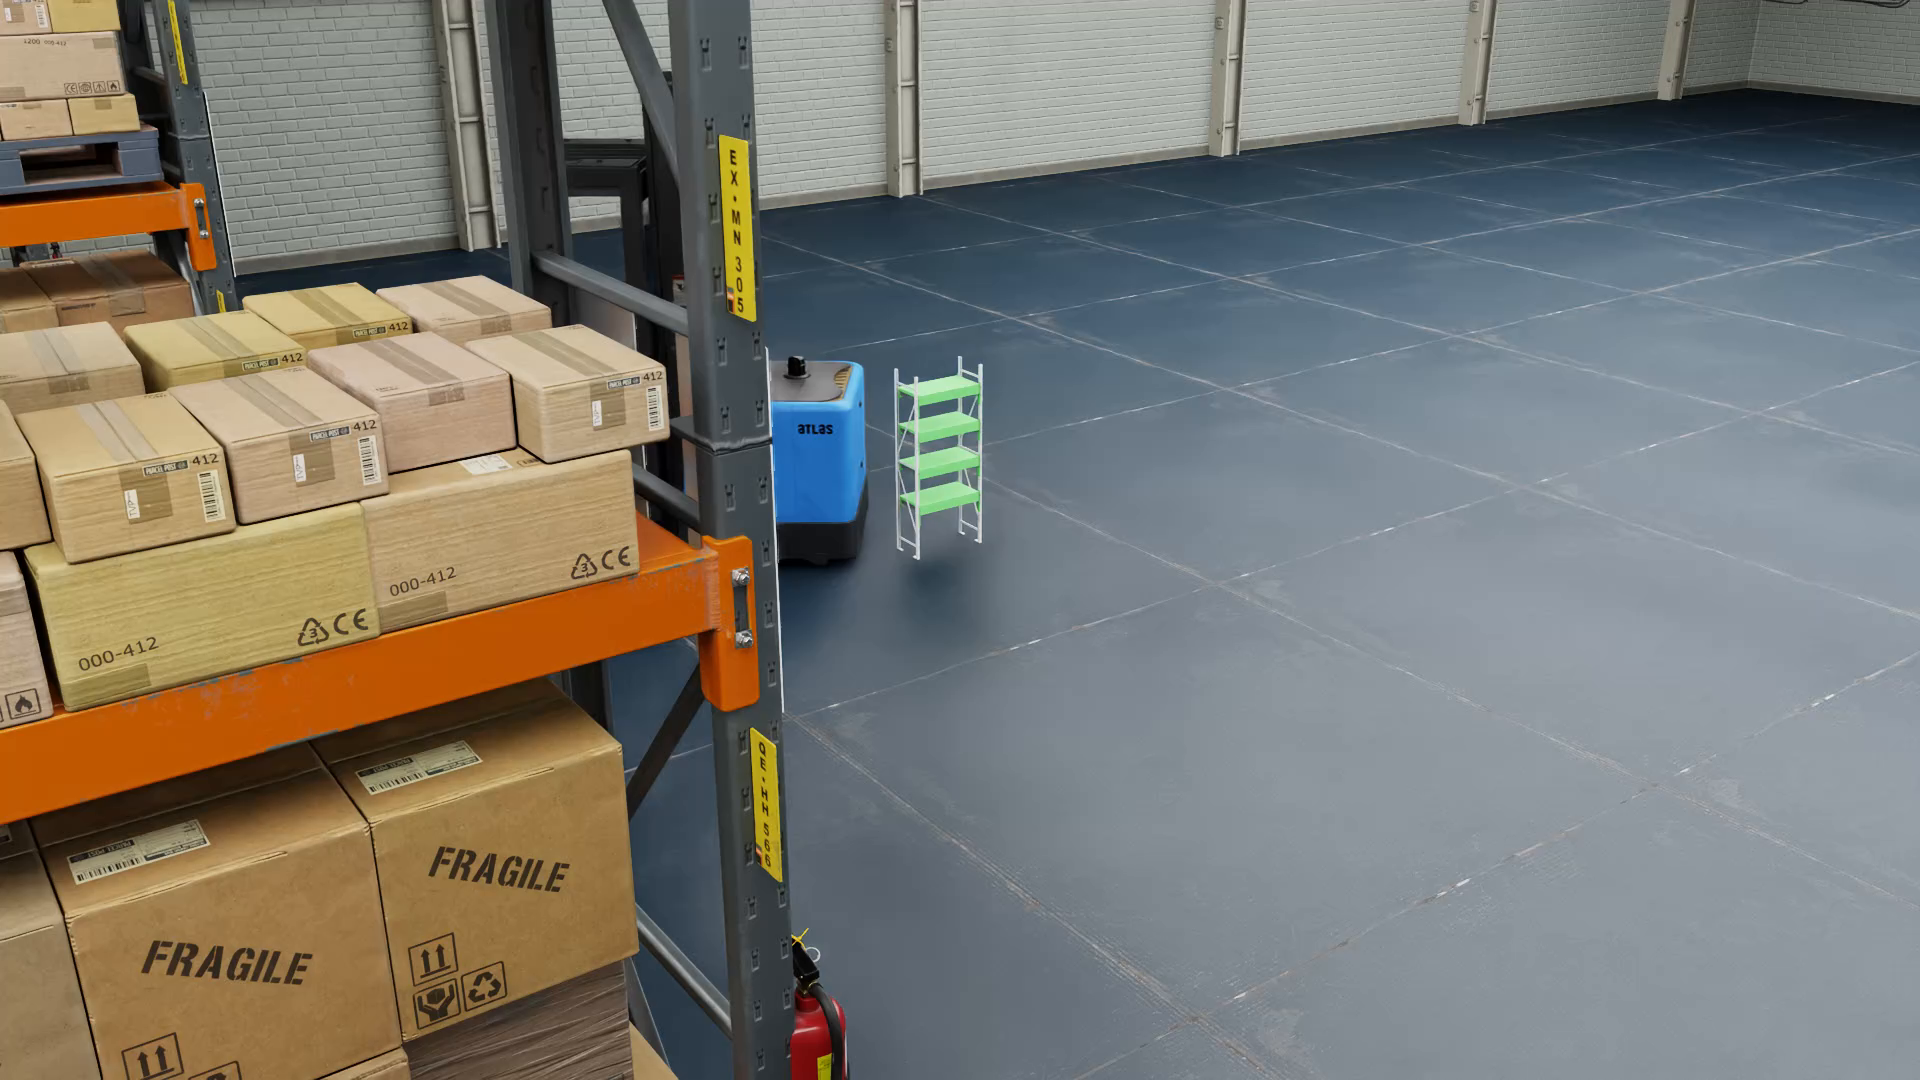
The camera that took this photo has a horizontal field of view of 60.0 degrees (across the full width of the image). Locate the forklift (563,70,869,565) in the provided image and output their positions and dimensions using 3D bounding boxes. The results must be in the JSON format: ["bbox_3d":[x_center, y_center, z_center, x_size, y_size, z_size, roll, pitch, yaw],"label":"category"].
[{"bbox_3d":[-2.146,-1.382,10.406,3.031,2.935,1.130,1,22,1],"label":"forklift"}]

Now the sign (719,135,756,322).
[{"bbox_3d":[-0.404,-0.565,3.024,0.005,0.325,0.100,-15,26,-33],"label":"sign"}]

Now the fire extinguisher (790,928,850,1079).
[{"bbox_3d":[-0.350,1.218,3.902,0.183,0.674,0.296,-15,26,-33],"label":"fire extinguisher"}]

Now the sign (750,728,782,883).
[{"bbox_3d":[-0.404,0.555,3.471,0.005,0.325,0.100,-15,26,-33],"label":"sign"}]

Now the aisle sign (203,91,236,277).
[{"bbox_3d":[-3.294,-1.579,7.298,0.004,0.787,0.394,-15,26,-33],"label":"aisle sign"}]

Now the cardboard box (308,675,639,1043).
[{"bbox_3d":[-1.014,0.612,3.430,0.500,0.500,0.500,-15,26,-33],"label":"cardboard box"}]

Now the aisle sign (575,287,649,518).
[{"bbox_3d":[-0.837,-0.243,3.951,0.004,0.787,0.394,-15,26,-33],"label":"aisle sign"}]

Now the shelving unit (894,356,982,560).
[{"bbox_3d":[-0.134,-0.521,10.584,0.503,1.200,0.258,-15,26,-33],"label":"shelving unit"}]

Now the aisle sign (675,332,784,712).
[{"bbox_3d":[-0.487,-0.063,3.499,0.004,0.787,0.394,-15,26,-33],"label":"aisle sign"}]

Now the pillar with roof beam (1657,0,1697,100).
[{"bbox_3d":[16.373,-11.511,27.602,0.400,9.000,9.100,-15,26,-33],"label":"pillar with roof beam"}]

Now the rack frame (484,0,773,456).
[{"bbox_3d":[-0.712,-1.719,3.061,0.127,3.000,1.000,-15,26,-33],"label":"rack frame"}]

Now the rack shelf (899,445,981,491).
[{"bbox_3d":[-0.134,-0.462,10.608,0.480,0.148,0.258,-15,26,-33],"label":"rack shelf"}]

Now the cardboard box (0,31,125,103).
[{"bbox_3d":[-3.761,-1.959,6.812,0.500,0.250,0.500,-15,26,-32],"label":"cardboard box"}]

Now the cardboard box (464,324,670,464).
[{"bbox_3d":[-0.755,-0.287,3.185,0.250,0.149,0.380,-15,26,-33],"label":"cardboard box"}]

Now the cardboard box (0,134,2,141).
[{"bbox_3d":[-4.012,-1.680,6.650,0.250,0.149,0.380,-14,26,-32],"label":"cardboard box"}]

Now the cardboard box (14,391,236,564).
[{"bbox_3d":[-1.383,-0.112,2.747,0.250,0.149,0.380,-15,26,-33],"label":"cardboard box"}]

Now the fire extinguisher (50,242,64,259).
[{"bbox_3d":[-6.138,-1.764,11.374,0.183,0.674,0.296,-15,26,-33],"label":"fire extinguisher"}]

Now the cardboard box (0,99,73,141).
[{"bbox_3d":[-3.804,-1.736,6.790,0.250,0.149,0.380,-15,26,-32],"label":"cardboard box"}]

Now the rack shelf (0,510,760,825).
[{"bbox_3d":[-2.336,0.442,2.666,4.000,0.370,1.077,-15,26,-33],"label":"rack shelf"}]

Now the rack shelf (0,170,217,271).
[{"bbox_3d":[-5.150,-1.072,6.460,4.000,0.370,1.077,-15,26,-33],"label":"rack shelf"}]

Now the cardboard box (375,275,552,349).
[{"bbox_3d":[-1.071,-0.451,3.596,0.250,0.149,0.380,-15,26,-33],"label":"cardboard box"}]

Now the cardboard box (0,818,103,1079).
[{"bbox_3d":[-1.824,0.830,2.885,0.500,0.500,0.500,-15,26,-33],"label":"cardboard box"}]

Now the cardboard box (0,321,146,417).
[{"bbox_3d":[-1.734,-0.295,3.204,0.250,0.149,0.380,-14,26,-31],"label":"cardboard box"}]

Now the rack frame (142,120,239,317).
[{"bbox_3d":[-3.527,-0.446,7.967,0.127,3.000,1.000,-15,26,-33],"label":"rack frame"}]

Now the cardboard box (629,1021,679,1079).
[{"bbox_3d":[-0.823,1.308,3.909,0.250,0.149,0.380,-15,26,-33],"label":"cardboard box"}]

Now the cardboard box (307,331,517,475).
[{"bbox_3d":[-1.035,-0.266,3.132,0.250,0.149,0.380,-16,27,-35],"label":"cardboard box"}]

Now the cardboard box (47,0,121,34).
[{"bbox_3d":[-3.602,-2.160,6.775,0.250,0.149,0.380,-15,26,-32],"label":"cardboard box"}]

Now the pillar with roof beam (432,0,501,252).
[{"bbox_3d":[-3.109,-6.316,14.584,0.400,9.000,9.100,-15,26,-33],"label":"pillar with roof beam"}]

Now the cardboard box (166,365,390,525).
[{"bbox_3d":[-1.193,-0.174,2.901,0.250,0.149,0.380,-16,27,-35],"label":"cardboard box"}]

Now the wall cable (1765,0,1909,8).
[{"bbox_3d":[17.022,-11.604,32.024,0.112,2.526,3.097,-15,26,-33],"label":"wall cable"}]

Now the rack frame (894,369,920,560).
[{"bbox_3d":[-0.332,-0.469,10.452,0.015,1.200,0.240,-15,26,-33],"label":"rack frame"}]

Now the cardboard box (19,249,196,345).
[{"bbox_3d":[-3.851,-0.949,7.567,0.550,0.550,0.875,-15,26,-33],"label":"cardboard box"}]

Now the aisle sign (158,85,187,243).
[{"bbox_3d":[-3.645,-1.759,7.750,0.004,0.787,0.394,-15,26,-33],"label":"aisle sign"}]

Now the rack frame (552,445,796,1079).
[{"bbox_3d":[-0.712,1.068,4.173,0.127,3.000,1.000,-15,26,-33],"label":"rack frame"}]

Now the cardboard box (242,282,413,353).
[{"bbox_3d":[-1.338,-0.424,3.528,0.250,0.149,0.380,-14,26,-32],"label":"cardboard box"}]

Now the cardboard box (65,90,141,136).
[{"bbox_3d":[-3.599,-1.790,6.926,0.250,0.149,0.380,-15,26,-33],"label":"cardboard box"}]

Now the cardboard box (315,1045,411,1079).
[{"bbox_3d":[-1.511,1.138,3.460,0.500,0.500,0.875,-15,26,-33],"label":"cardboard box"}]

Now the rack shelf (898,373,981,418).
[{"bbox_3d":[-0.134,-0.908,10.430,0.480,0.148,0.258,-15,26,-33],"label":"rack shelf"}]

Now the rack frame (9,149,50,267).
[{"bbox_3d":[-6.500,-1.914,11.645,0.127,3.000,1.000,-15,26,-33],"label":"rack frame"}]

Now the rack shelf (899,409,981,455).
[{"bbox_3d":[-0.134,-0.685,10.519,0.480,0.148,0.258,-15,26,-33],"label":"rack shelf"}]

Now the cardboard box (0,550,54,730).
[{"bbox_3d":[-1.780,0.142,2.647,0.500,0.250,0.500,-14,26,-32],"label":"cardboard box"}]

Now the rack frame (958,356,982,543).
[{"bbox_3d":[0.064,-0.574,10.717,0.015,1.200,0.240,-15,26,-33],"label":"rack frame"}]

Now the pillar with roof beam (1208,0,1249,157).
[{"bbox_3d":[6.632,-8.914,21.093,0.400,9.000,9.100,-15,26,-33],"label":"pillar with roof beam"}]

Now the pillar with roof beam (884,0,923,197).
[{"bbox_3d":[1.762,-7.615,17.838,0.400,9.000,9.100,-15,26,-33],"label":"pillar with roof beam"}]

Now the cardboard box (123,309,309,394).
[{"bbox_3d":[-1.471,-0.332,3.298,0.250,0.149,0.380,-15,26,-34],"label":"cardboard box"}]

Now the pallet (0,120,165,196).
[{"bbox_3d":[-4.123,-1.635,7.018,1.213,0.211,1.003,-15,26,-33],"label":"pallet"}]

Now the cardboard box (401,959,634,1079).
[{"bbox_3d":[-1.175,0.994,3.822,0.500,0.500,0.875,-15,26,-33],"label":"cardboard box"}]

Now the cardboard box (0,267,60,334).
[{"bbox_3d":[-4.243,-0.802,7.200,0.550,0.550,0.875,-15,26,-33],"label":"cardboard box"}]

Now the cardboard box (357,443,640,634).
[{"bbox_3d":[-0.955,-0.075,3.192,0.500,0.250,0.500,-14,26,-32],"label":"cardboard box"}]

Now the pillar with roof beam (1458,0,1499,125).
[{"bbox_3d":[11.503,-10.213,24.347,0.400,9.000,9.100,-15,26,-33],"label":"pillar with roof beam"}]

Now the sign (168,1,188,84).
[{"bbox_3d":[-3.221,-2.048,6.845,0.005,0.325,0.100,-15,26,-33],"label":"sign"}]

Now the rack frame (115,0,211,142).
[{"bbox_3d":[-3.527,-3.233,6.856,0.127,3.000,1.000,-15,26,-33],"label":"rack frame"}]

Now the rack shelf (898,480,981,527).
[{"bbox_3d":[-0.134,-0.239,10.697,0.480,0.148,0.258,-15,26,-33],"label":"rack shelf"}]

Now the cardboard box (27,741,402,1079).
[{"bbox_3d":[-1.417,0.722,3.154,0.500,0.500,0.500,-15,26,-33],"label":"cardboard box"}]

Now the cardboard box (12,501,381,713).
[{"bbox_3d":[-1.359,0.034,2.919,0.500,0.250,0.500,-15,26,-33],"label":"cardboard box"}]

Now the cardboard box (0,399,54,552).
[{"bbox_3d":[-1.657,-0.096,2.707,0.250,0.149,0.380,-15,26,-32],"label":"cardboard box"}]

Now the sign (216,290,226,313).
[{"bbox_3d":[-3.221,-0.928,7.292,0.005,0.325,0.100,-15,26,-33],"label":"sign"}]

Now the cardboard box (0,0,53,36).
[{"bbox_3d":[-3.806,-2.106,6.641,0.250,0.149,0.380,-15,26,-33],"label":"cardboard box"}]
